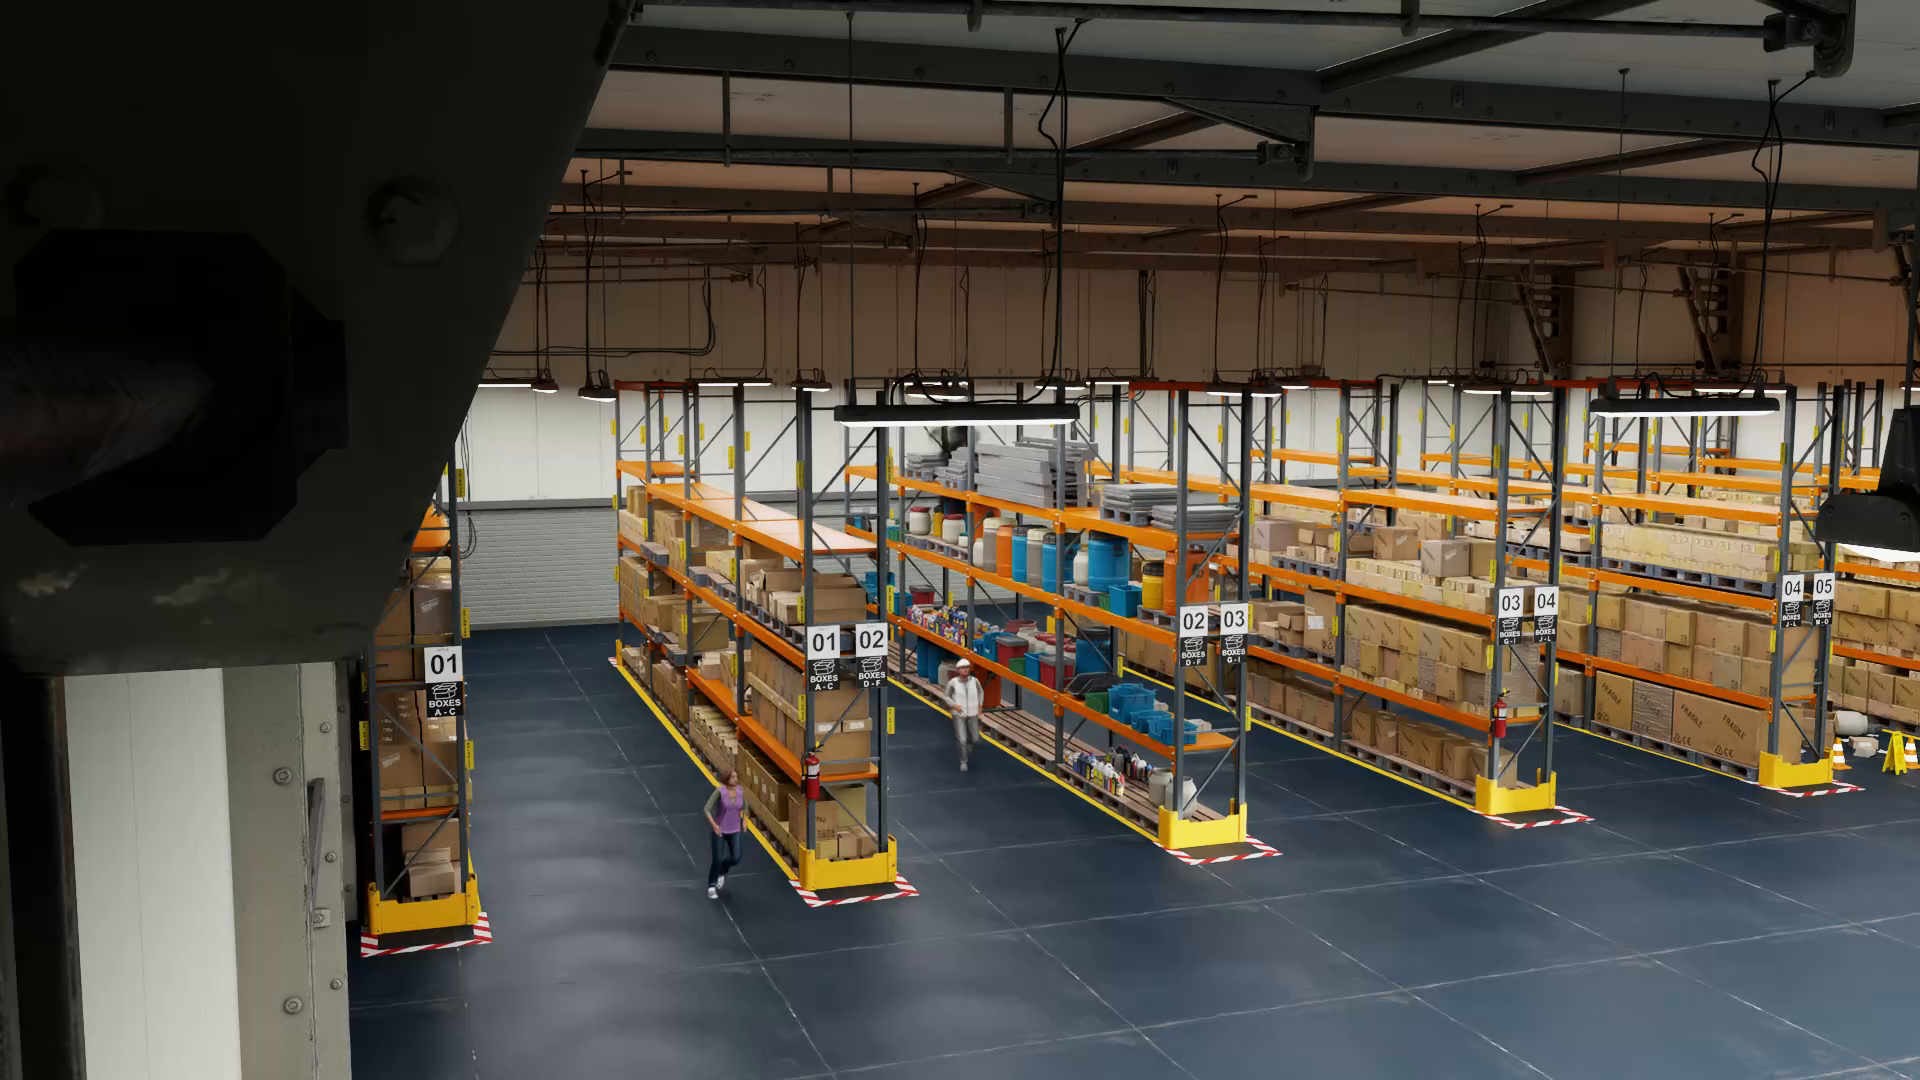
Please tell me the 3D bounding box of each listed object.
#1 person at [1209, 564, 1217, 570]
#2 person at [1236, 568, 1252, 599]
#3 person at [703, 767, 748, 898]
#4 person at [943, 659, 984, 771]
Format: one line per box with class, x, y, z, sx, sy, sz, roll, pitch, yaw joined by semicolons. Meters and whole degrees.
person;5.829;1.242;39.902;0.706;1.848;0.833;2;6;15
person;6.310;1.464;37.625;0.685;1.800;0.872;-2;6;-19
person;-2.754;3.482;19.808;0.603;1.549;0.473;-3;7;-27
person;0.071;2.725;26.084;0.691;1.736;0.609;-2;6;-16
